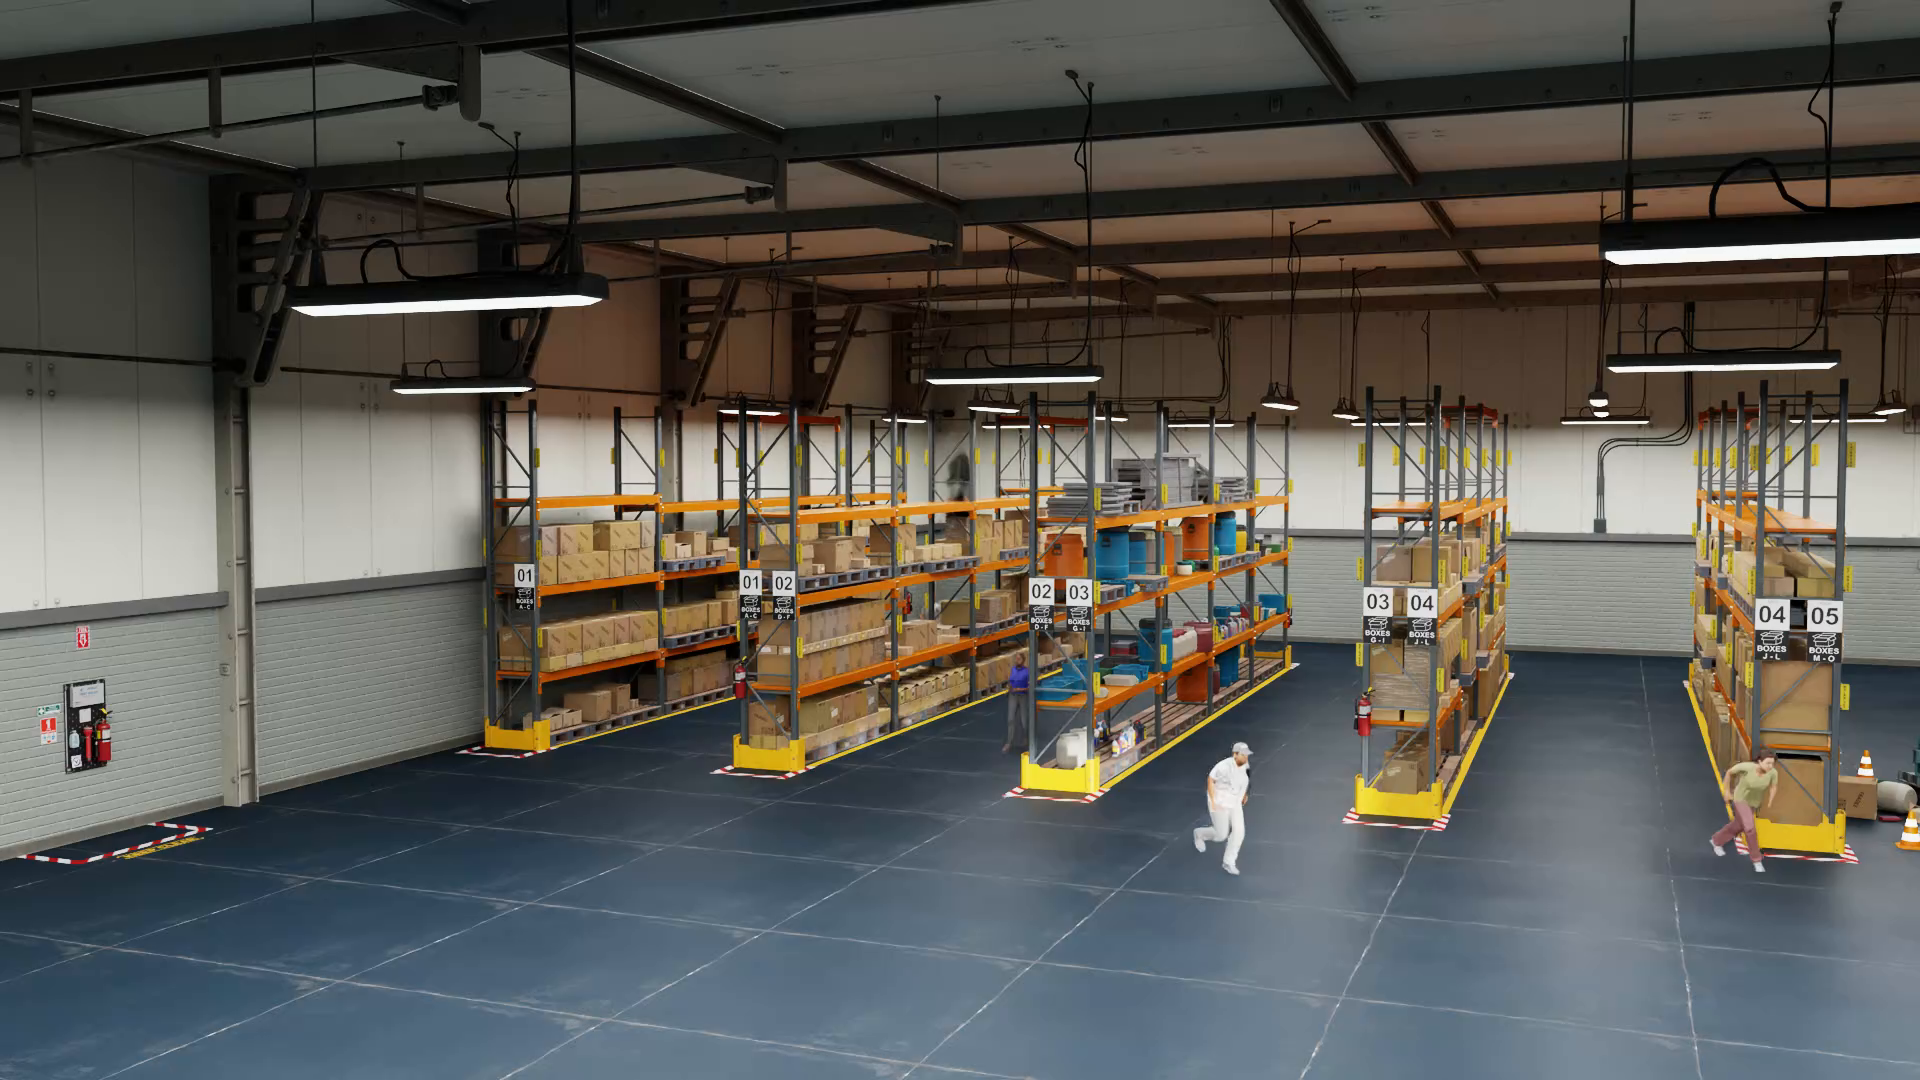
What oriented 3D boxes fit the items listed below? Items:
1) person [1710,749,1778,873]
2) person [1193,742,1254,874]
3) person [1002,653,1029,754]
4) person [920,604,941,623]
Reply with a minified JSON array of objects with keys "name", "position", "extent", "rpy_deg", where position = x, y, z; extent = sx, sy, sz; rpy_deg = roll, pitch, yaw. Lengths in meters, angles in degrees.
[{"name":"person","position":[9.636,3.244,20.437],"extent":[0.569,1.497,1.050],"rpy_deg":[0,3,-5]},{"name":"person","position":[3.239,3.234,20.253],"extent":[0.606,1.619,0.854],"rpy_deg":[-2,4,-40]},{"name":"person","position":[1.059,2.765,28.422],"extent":[0.586,1.684,0.822],"rpy_deg":[1,3,24]},{"name":"person","position":[-0.712,2.151,41.357],"extent":[0.578,1.642,0.603],"rpy_deg":[1,3,12]}]
